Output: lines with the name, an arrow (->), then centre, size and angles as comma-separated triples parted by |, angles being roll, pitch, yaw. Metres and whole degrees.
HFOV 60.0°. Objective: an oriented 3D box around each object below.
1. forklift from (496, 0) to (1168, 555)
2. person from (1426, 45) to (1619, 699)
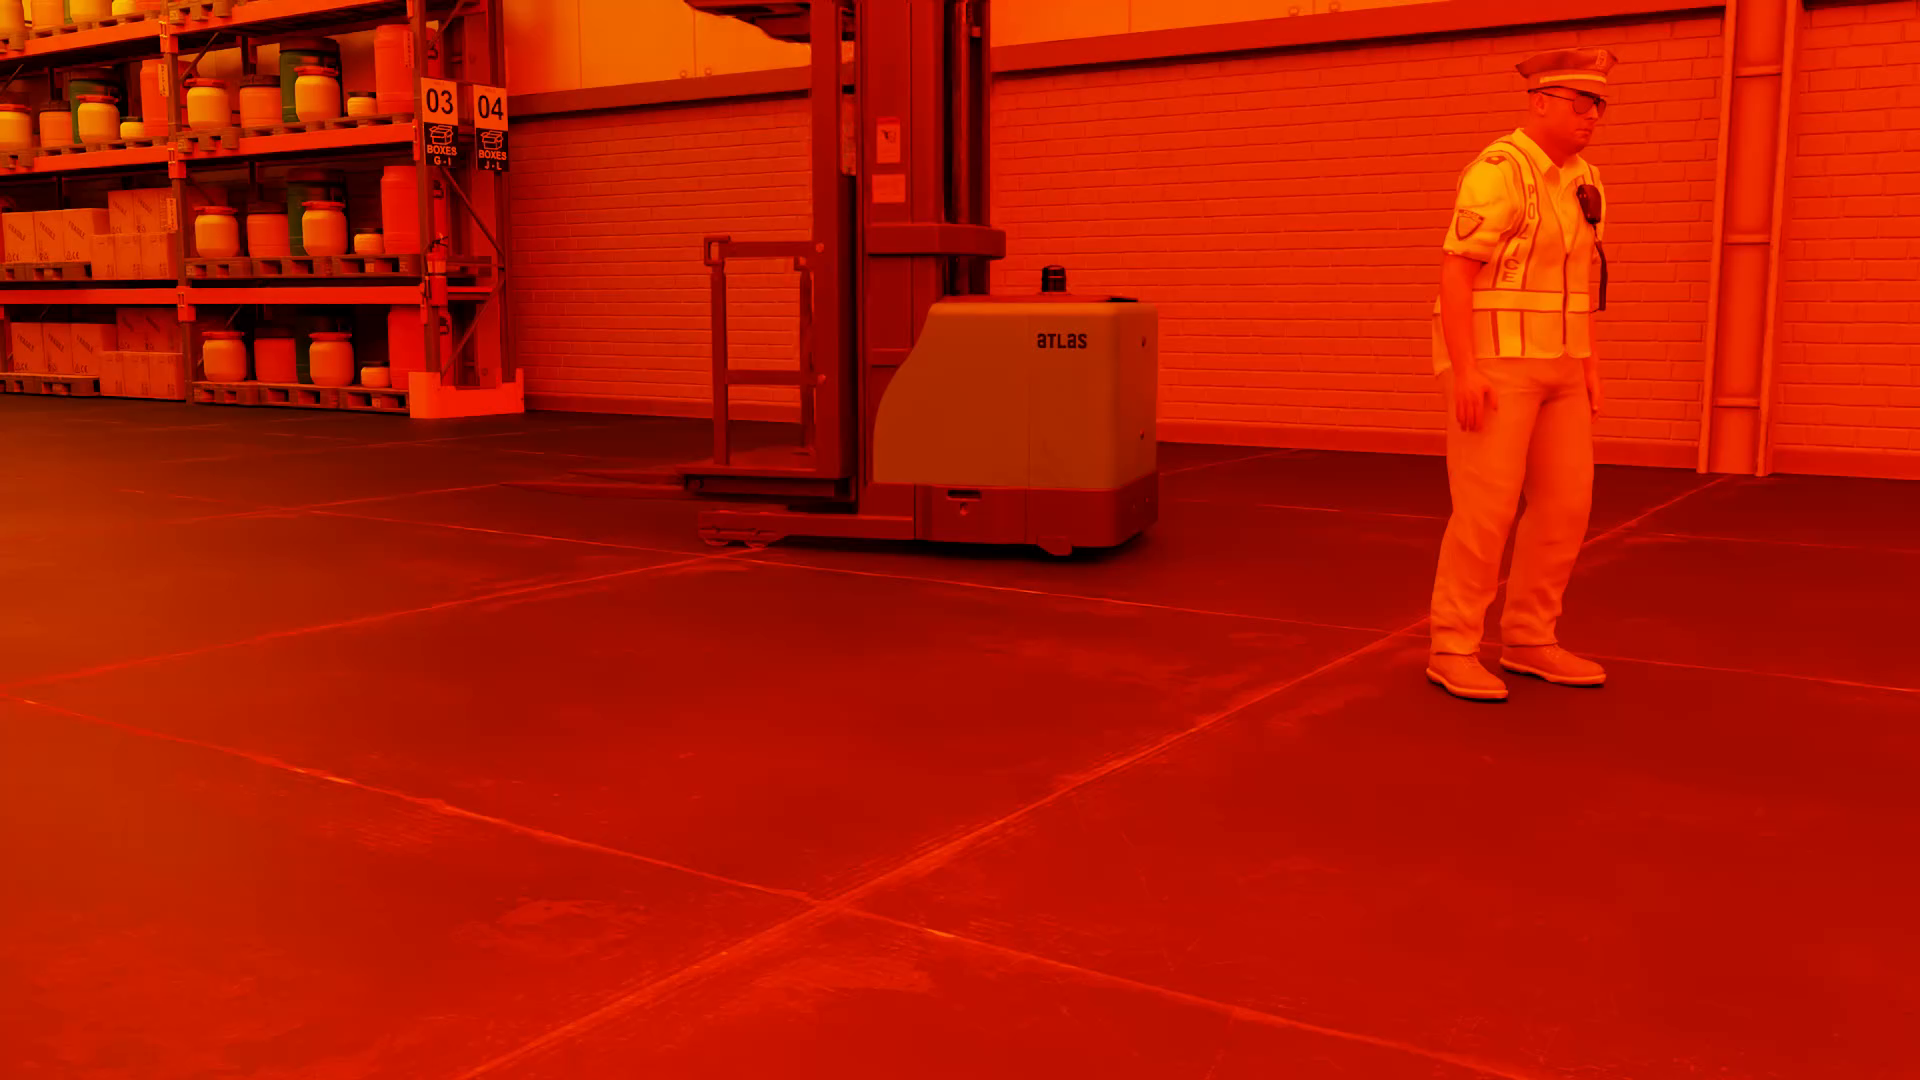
forklift -> -0.596, -1.469, 7.520 | 3.031, 2.935, 1.130 | 2, 8, 12
person -> 1.573, -0.466, 4.667 | 0.605, 1.747, 0.442 | -5, 9, -30
